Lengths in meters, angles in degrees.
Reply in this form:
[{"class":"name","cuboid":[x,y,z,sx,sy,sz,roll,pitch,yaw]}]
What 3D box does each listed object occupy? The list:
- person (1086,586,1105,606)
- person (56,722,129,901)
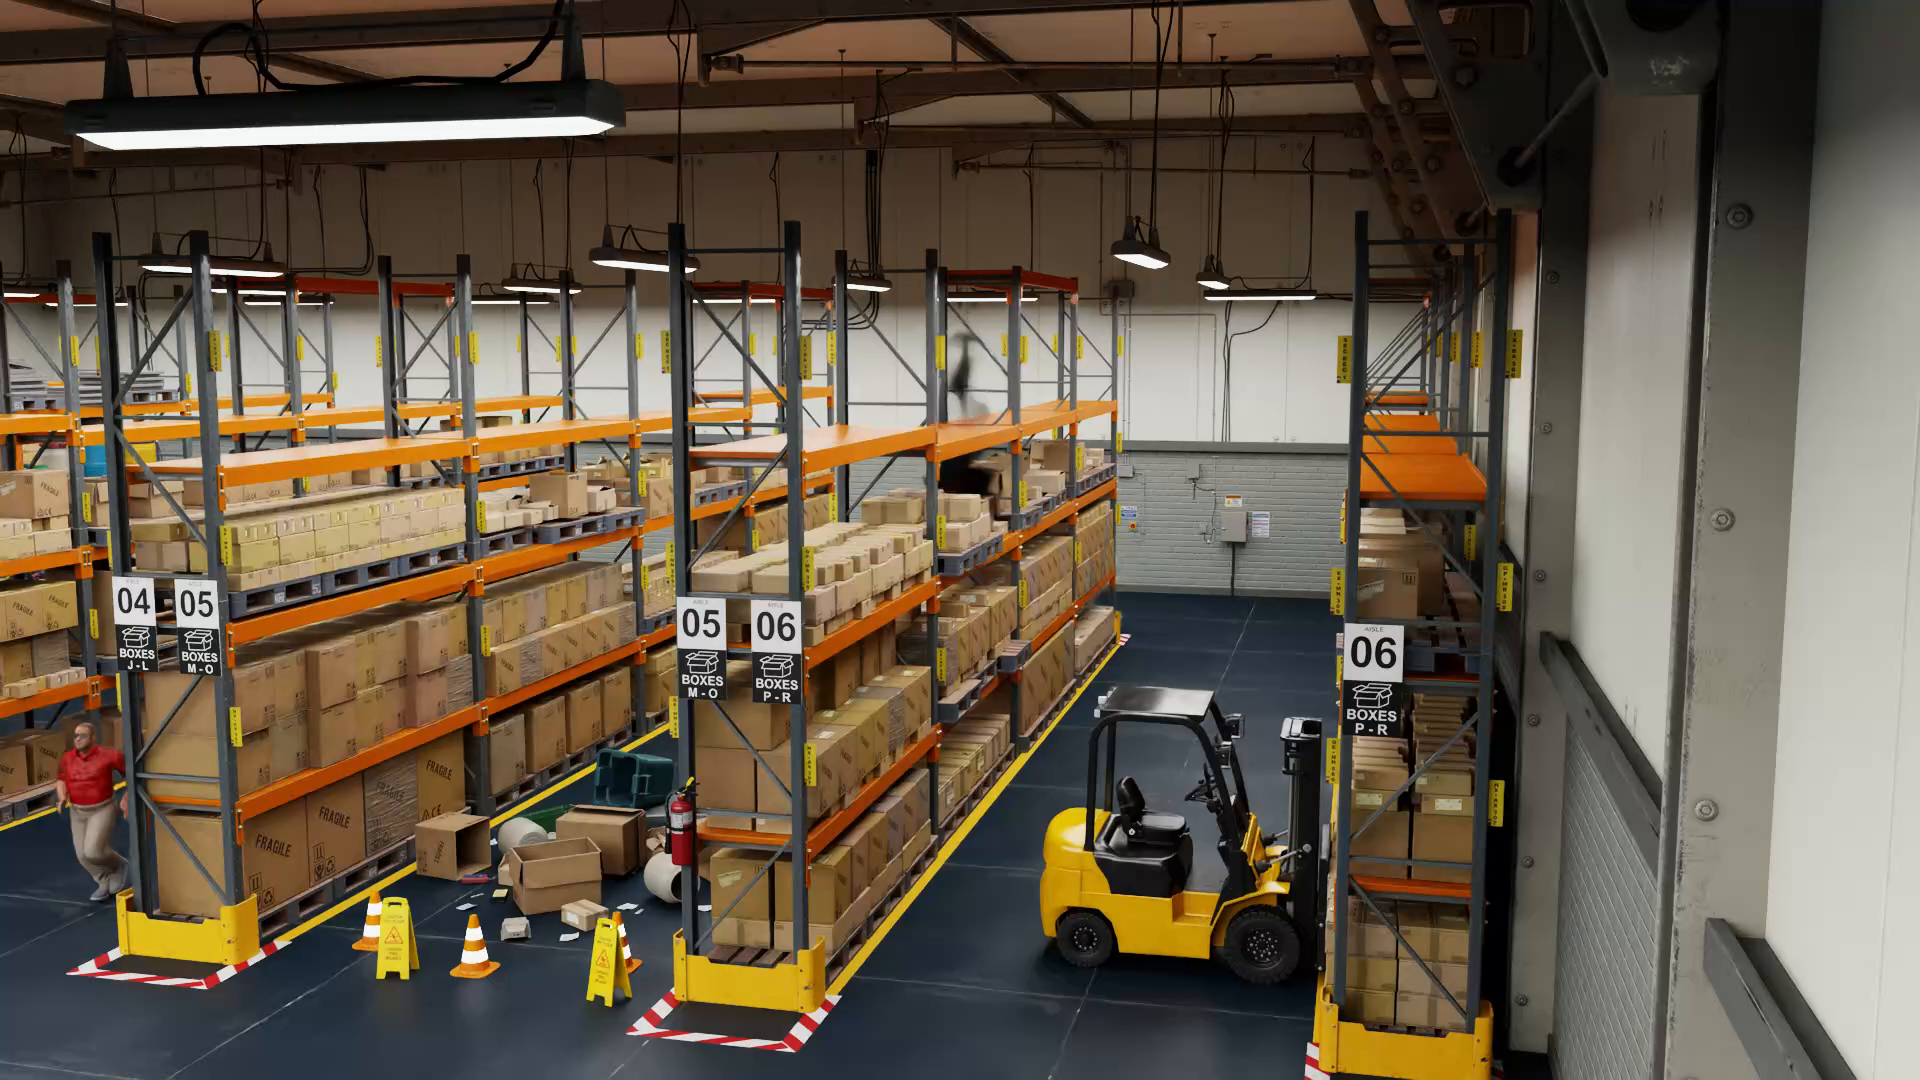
[{"class":"person","cuboid":[2.423,0.800,29.284,0.612,1.656,0.651,4,8,28]},{"class":"person","cuboid":[-7.911,2.491,15.132,0.646,1.673,0.658,0,7,3]}]
